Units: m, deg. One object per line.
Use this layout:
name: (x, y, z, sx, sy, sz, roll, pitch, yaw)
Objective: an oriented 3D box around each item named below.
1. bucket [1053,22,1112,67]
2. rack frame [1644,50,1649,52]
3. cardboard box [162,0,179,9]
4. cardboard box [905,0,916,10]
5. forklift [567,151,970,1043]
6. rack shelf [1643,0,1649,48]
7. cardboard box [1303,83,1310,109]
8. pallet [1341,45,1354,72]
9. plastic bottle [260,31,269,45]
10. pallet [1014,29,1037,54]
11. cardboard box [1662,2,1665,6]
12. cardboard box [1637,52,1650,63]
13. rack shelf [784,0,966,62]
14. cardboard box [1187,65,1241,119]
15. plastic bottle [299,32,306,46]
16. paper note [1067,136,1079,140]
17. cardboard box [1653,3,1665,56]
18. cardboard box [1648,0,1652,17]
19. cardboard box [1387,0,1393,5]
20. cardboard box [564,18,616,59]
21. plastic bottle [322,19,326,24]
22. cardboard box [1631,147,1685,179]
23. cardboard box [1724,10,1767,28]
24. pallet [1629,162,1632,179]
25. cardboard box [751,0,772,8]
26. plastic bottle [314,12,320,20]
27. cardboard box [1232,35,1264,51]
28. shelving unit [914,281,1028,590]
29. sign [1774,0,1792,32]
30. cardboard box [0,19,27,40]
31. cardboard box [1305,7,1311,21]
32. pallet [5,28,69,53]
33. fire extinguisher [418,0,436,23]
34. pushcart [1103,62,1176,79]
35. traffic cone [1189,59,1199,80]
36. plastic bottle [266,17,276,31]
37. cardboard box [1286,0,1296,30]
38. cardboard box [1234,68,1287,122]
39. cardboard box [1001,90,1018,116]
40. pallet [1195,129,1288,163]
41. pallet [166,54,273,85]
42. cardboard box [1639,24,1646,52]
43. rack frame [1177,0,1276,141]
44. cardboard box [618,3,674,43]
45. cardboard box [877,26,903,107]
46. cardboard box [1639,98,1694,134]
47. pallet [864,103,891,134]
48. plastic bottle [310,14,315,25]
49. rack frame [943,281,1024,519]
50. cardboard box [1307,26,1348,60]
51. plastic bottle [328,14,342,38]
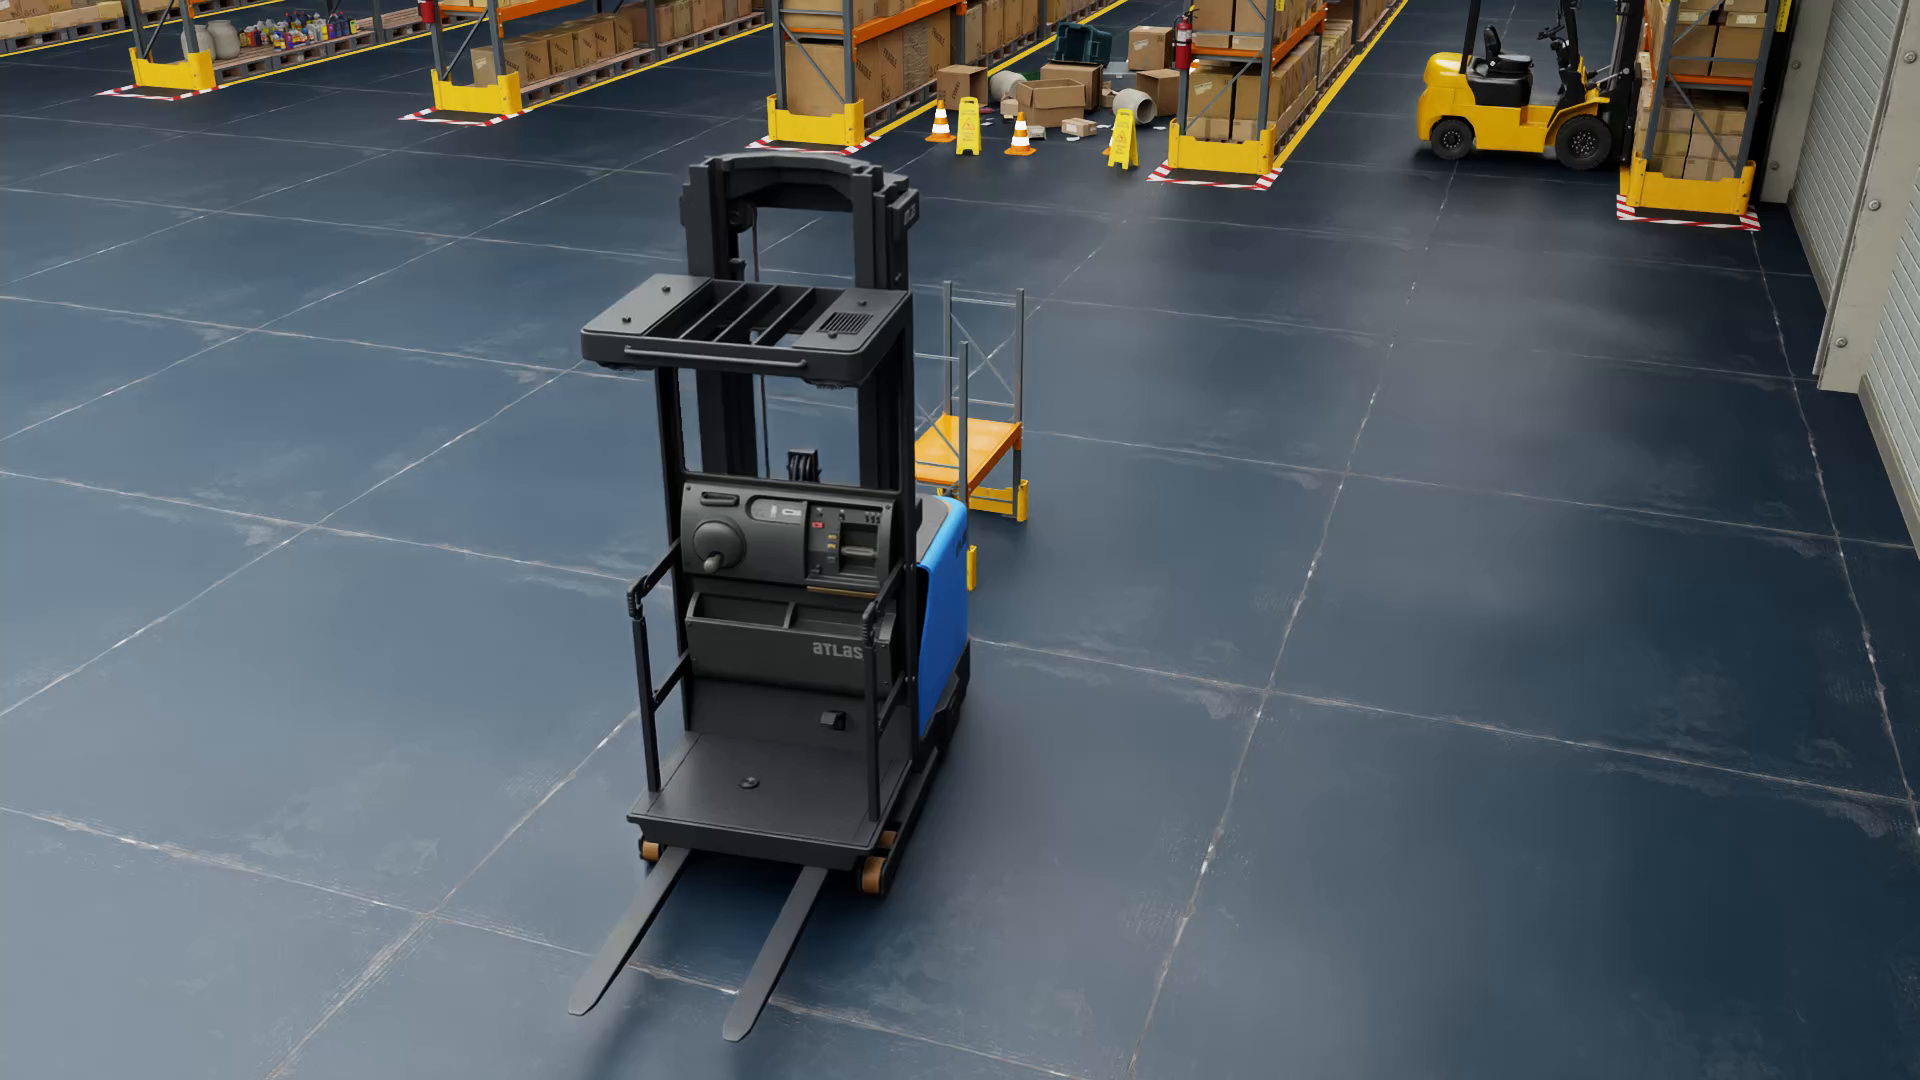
bucket: (1.711, -6.724, 22.707, 0.726, 0.611, 0.620, 20, 22, 35)
rack frame: (8.966, -6.509, 20.250, 1.000, 3.000, 0.127, 9, 27, 17)
cardboard box: (-13.863, -9.393, 28.882, 0.500, 0.250, 0.500, 9, 27, 19)
cardboard box: (-1.064, -7.151, 21.405, 0.875, 0.550, 0.500, 9, 27, 17)
forklift: (-0.782, 0.017, 6.852, 1.130, 2.935, 3.031, 6, 26, 12)
rack shelf: (9.631, -7.007, 22.105, 1.077, 0.370, 4.000, 9, 27, 17)
cardboard box: (4.172, -5.676, 21.204, 0.500, 0.250, 0.500, 8, 27, 16)
pallet: (5.353, -7.295, 25.074, 1.003, 0.211, 1.213, 9, 27, 17)
plastic bottle: (-10.586, -7.641, 25.297, 0.097, 0.201, 0.097, 0, 26, 0)
pallet: (0.580, -7.979, 26.487, 1.003, 0.211, 1.213, 9, 27, 17)
cardboard box: (7.889, -5.916, 18.167, 0.380, 0.149, 0.250, 9, 27, 18)
cardboard box: (8.509, -5.757, 20.224, 0.500, 0.250, 0.500, 8, 27, 17)
rack shelf: (-1.084, -6.757, 21.590, 1.077, 0.370, 4.000, 9, 27, 17)
cardboard box: (2.973, -5.239, 19.441, 0.500, 0.500, 0.500, 9, 27, 18)
plastic bottle: (-9.986, -7.600, 25.210, 0.097, 0.201, 0.097, 0, 26, 0)
paper note: (1.390, -4.924, 20.384, 0.148, 0.019, 0.142, 0, 26, -1)
cardboard box: (7.902, -5.573, 18.203, 0.500, 0.500, 0.500, 8, 27, 16)
cardboard box: (8.887, -6.686, 20.789, 0.500, 0.250, 0.500, 9, 27, 19)
cardboard box: (7.256, -9.793, 29.492, 0.875, 0.438, 0.875, 8, 27, 17)
cardboard box: (-5.416, -7.333, 24.339, 0.500, 0.500, 0.500, 19, 32, 34)
plastic bottle: (-9.887, -7.980, 25.911, 0.152, 0.276, 0.135, 9, 27, 17)
cardboard box: (7.493, -4.055, 17.857, 0.500, 0.250, 0.500, 9, 27, 18)
cardboard box: (7.992, -5.304, 16.903, 0.380, 0.149, 0.250, 8, 27, 16)
pallet: (7.849, -3.930, 18.125, 1.003, 0.211, 1.213, 9, 27, 17)
cardboard box: (-3.481, -9.821, 29.048, 1.225, 0.875, 0.875, 7, 27, 15)
plastic bottle: (-10.252, -8.285, 26.545, 0.097, 0.271, 0.097, 0, 26, 0)
cardboard box: (3.261, -5.580, 18.620, 0.380, 0.149, 0.250, 9, 27, 18)
shelving unit: (-0.025, -0.644, 9.858, 0.587, 1.500, 1.083, 9, 27, 17)
sign: (8.156, -5.207, 16.478, 0.100, 0.325, 0.005, 9, 27, 17)
cardboard box: (-15.015, -8.009, 26.023, 0.500, 0.250, 0.500, 9, 27, 17)
cardboard box: (4.129, -6.519, 20.561, 0.380, 0.149, 0.250, 8, 27, 17)
pallet: (-15.111, -8.023, 26.579, 1.003, 0.211, 1.213, 9, 27, 17)
fire extinguisher: (-6.865, -7.005, 21.365, 0.296, 0.674, 0.183, 9, 27, 17)
pushcart: (2.117, -6.357, 22.946, 1.648, 0.377, 0.936, 0, 26, -1)
traffic cone: (3.376, -6.798, 23.759, 0.336, 0.463, 0.334, 9, 27, 17)
plastic bottle: (-10.597, -7.864, 25.585, 0.144, 0.351, 0.185, 9, 27, 17)
cardboard box: (3.541, -6.130, 19.012, 0.500, 0.500, 0.500, 10, 27, 19)
cardboard box: (3.489, -5.173, 19.305, 0.500, 0.500, 0.500, 8, 27, 16)
cardboard box: (0.747, -5.699, 21.716, 0.396, 0.266, 0.258, 14, 29, 26)
pallet: (3.281, -4.688, 19.690, 1.003, 0.211, 1.213, 9, 27, 17)
pallet: (-10.807, -6.854, 24.165, 1.003, 0.211, 1.213, 9, 27, 17)
cardboard box: (9.866, -6.749, 22.989, 0.875, 0.625, 0.625, 10, 27, 19)
rack frame: (2.952, -5.583, 18.339, 1.000, 3.000, 0.127, 9, 27, 17)
cardboard box: (-4.837, -7.986, 25.666, 0.700, 0.500, 0.500, 7, 27, 13)
cardboard box: (-1.295, -6.142, 21.450, 0.875, 0.875, 0.875, 8, 27, 17)
cardboard box: (7.494, -4.501, 17.630, 0.500, 0.250, 0.500, 10, 27, 19)
pallet: (-1.557, -5.344, 21.046, 1.003, 0.211, 1.213, 9, 27, 17)
plastic bottle: (-10.233, -8.138, 26.229, 0.061, 0.283, 0.133, 9, 27, 17)
rack frame: (0.141, -0.849, 10.282, 0.500, 1.500, 0.032, 9, 27, 17)
cardboard box: (5.179, -7.342, 24.505, 0.950, 0.372, 0.625, 8, 27, 16)
plastic bottle: (-9.739, -8.003, 25.871, 0.144, 0.351, 0.185, 7, 27, 15)
